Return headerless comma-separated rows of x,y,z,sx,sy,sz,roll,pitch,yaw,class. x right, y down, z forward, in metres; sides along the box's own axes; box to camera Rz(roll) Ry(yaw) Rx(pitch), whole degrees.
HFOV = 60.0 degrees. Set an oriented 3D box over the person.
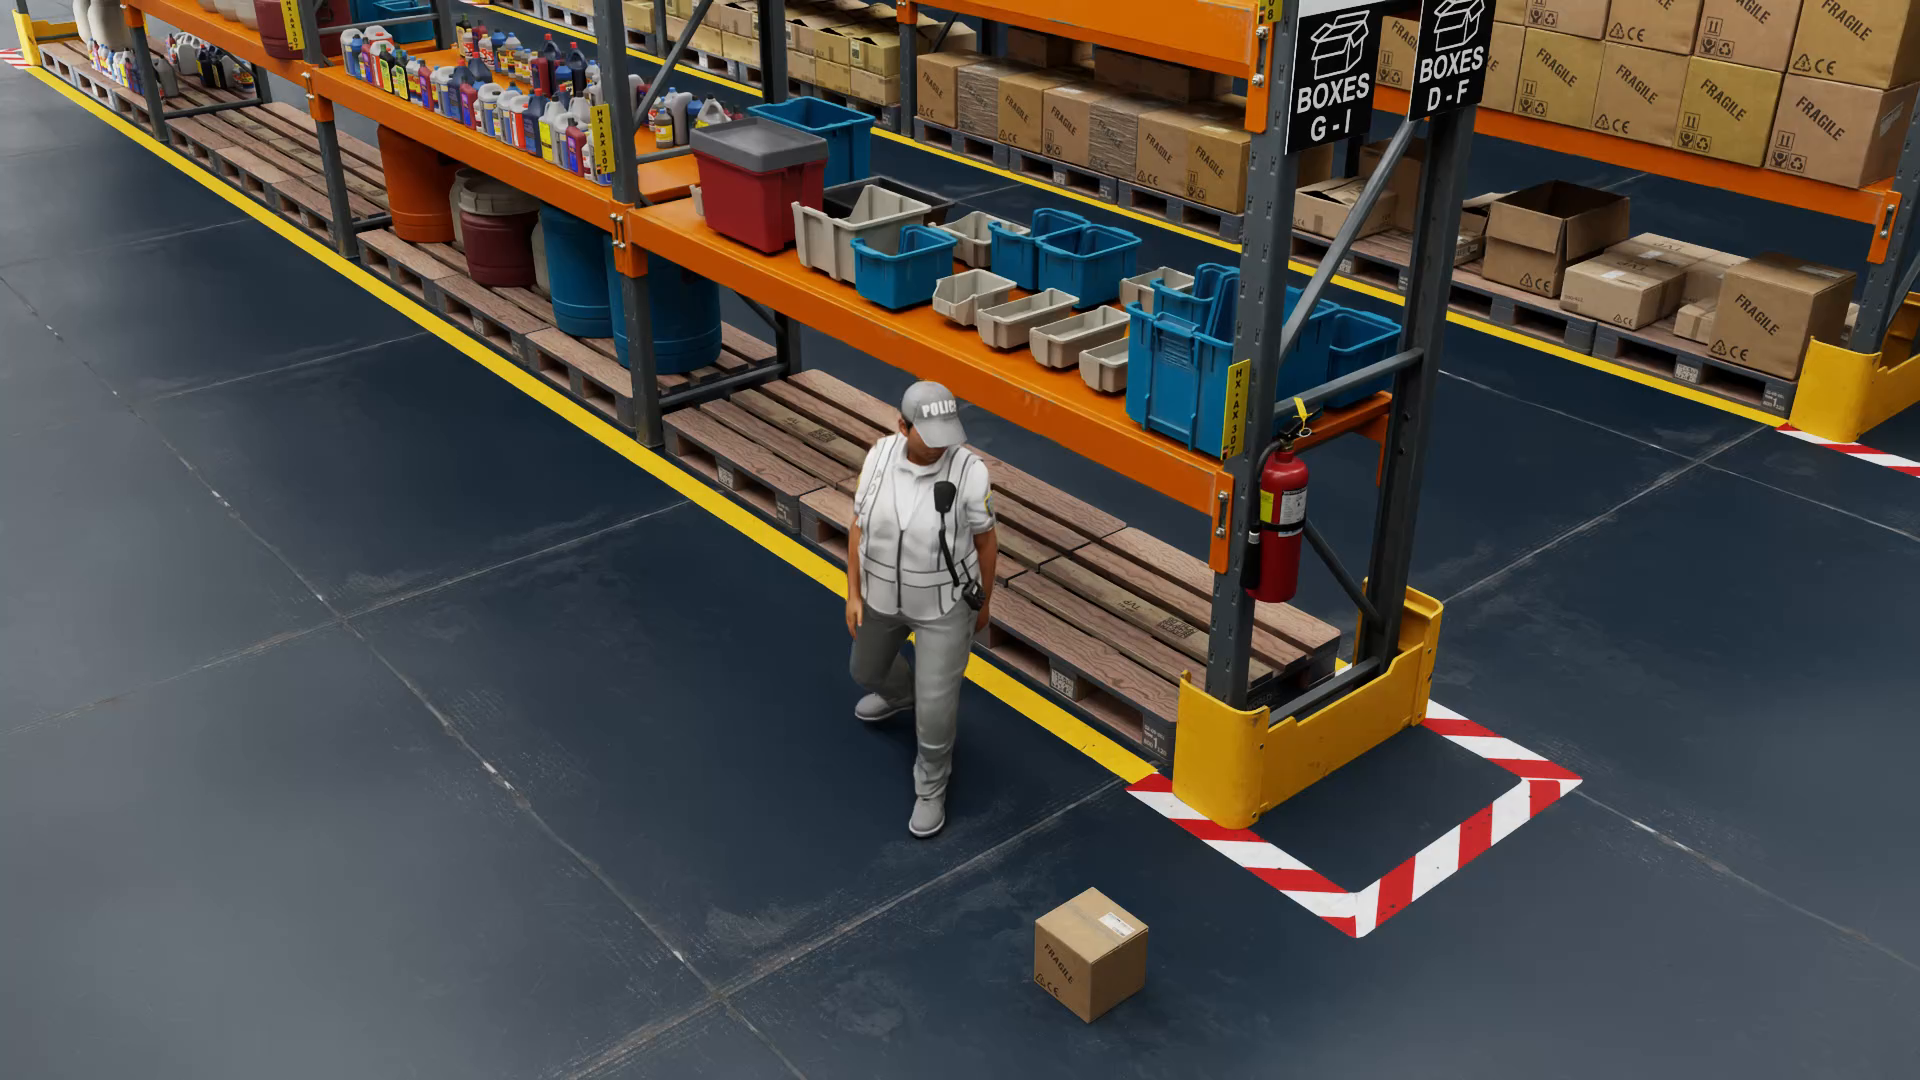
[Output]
-0.102,0.392,5.419,0.556,1.701,0.549,-3,28,-5,person
